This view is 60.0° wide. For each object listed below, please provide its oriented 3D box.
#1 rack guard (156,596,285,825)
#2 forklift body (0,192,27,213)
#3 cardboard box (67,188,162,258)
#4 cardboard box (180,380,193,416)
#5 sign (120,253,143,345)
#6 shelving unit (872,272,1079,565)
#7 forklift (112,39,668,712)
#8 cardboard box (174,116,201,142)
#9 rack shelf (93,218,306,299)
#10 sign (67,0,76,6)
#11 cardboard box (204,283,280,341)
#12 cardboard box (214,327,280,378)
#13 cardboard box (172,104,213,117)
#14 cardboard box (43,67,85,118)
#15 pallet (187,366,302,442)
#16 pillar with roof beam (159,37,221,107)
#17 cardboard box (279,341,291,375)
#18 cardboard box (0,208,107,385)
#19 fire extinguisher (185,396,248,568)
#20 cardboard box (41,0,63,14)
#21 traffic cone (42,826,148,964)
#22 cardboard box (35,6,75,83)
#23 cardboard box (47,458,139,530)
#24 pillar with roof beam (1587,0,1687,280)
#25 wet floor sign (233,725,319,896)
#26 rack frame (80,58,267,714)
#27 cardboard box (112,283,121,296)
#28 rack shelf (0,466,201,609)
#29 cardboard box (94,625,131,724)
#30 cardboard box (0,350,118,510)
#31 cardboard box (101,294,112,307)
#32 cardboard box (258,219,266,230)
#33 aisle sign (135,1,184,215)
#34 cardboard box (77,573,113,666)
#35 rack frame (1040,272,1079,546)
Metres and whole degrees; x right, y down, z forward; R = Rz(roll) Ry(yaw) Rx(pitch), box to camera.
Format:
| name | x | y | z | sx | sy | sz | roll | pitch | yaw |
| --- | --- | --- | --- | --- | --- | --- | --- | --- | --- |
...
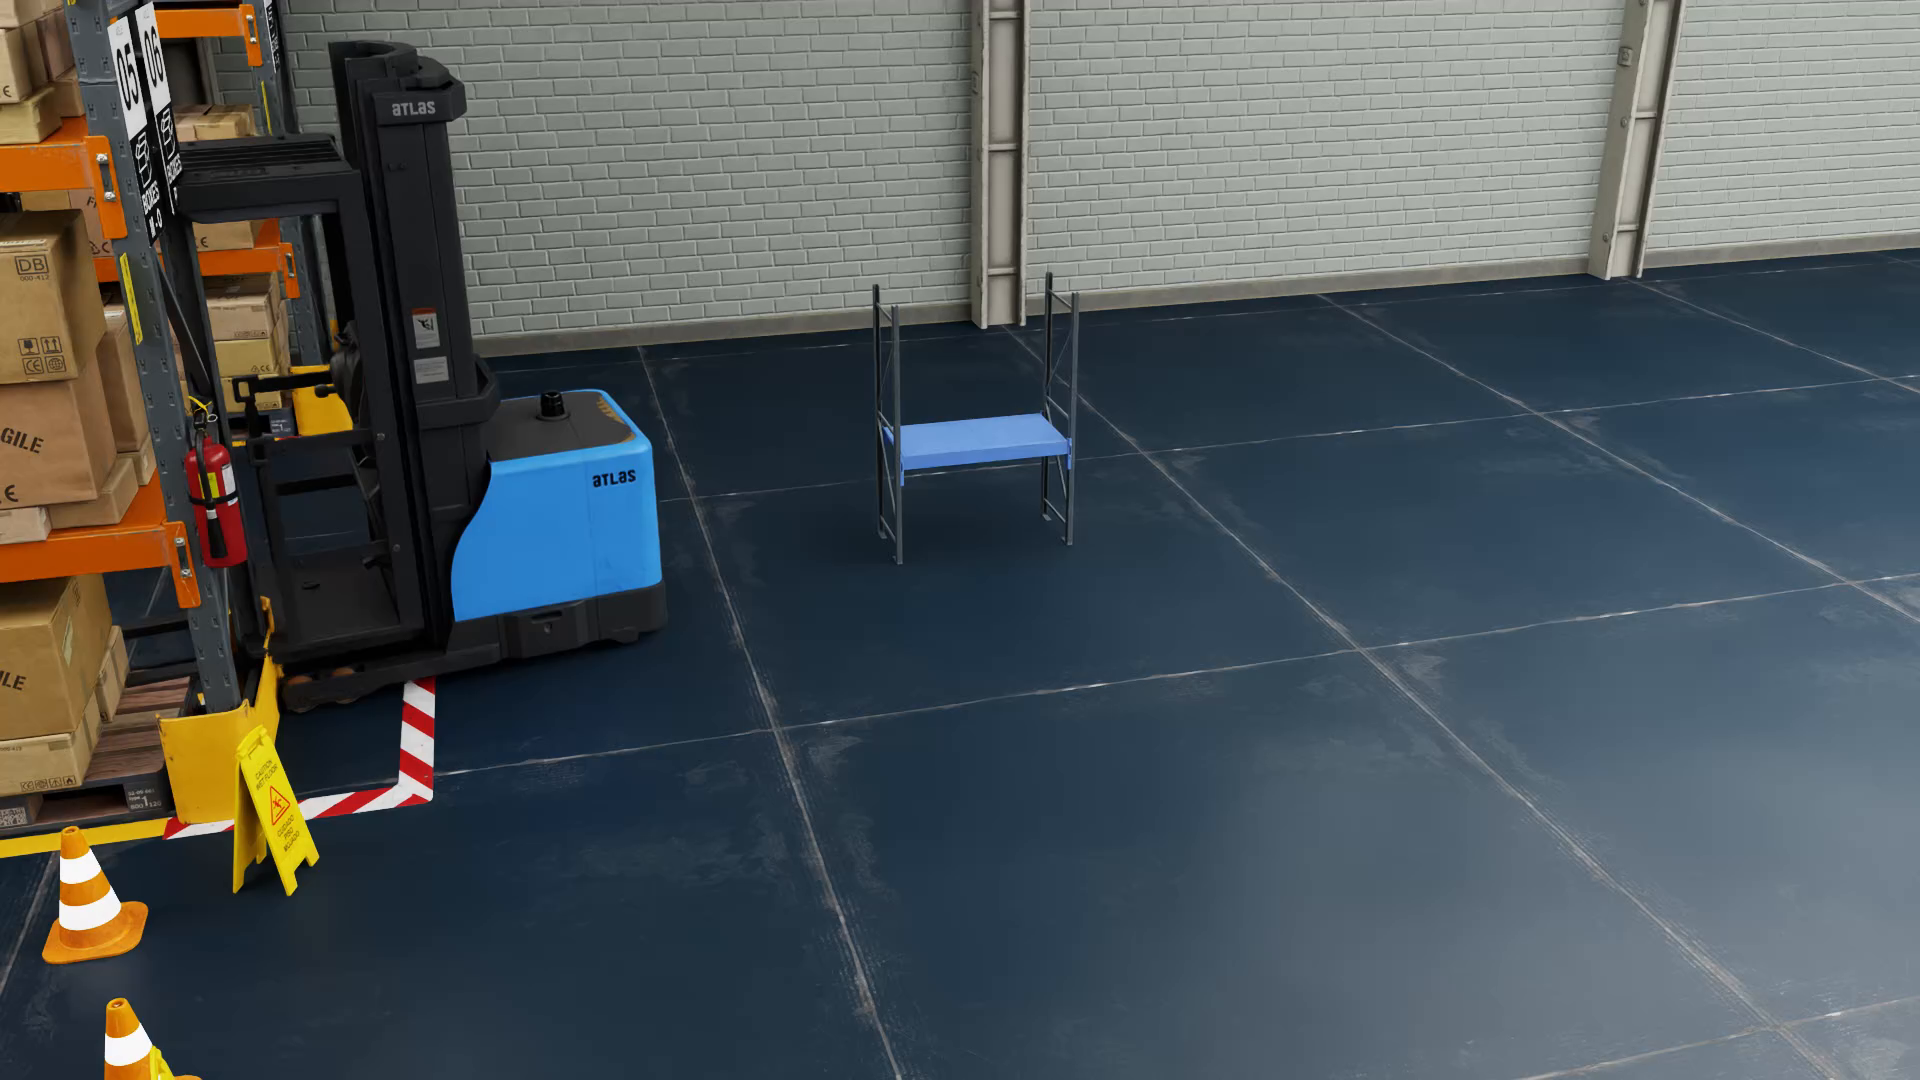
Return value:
| name | x | y | z | sx | sy | sz | roll | pitch | yaw |
| --- | --- | --- | --- | --- | --- | --- | --- | --- | --- |
| rack guard | -3.269 | 0.730 | 7.414 | 0.348 | 0.500 | 1.175 | -6 | 24 | -14 |
| forklift body | -5.874 | -1.026 | 9.413 | 1.214 | 2.155 | 2.313 | -6 | 24 | -14 |
| cardboard box | -5.446 | -2.153 | 10.836 | 0.500 | 0.500 | 0.500 | -6 | 24 | -13 |
| cardboard box | -5.389 | -1.021 | 11.279 | 0.500 | 0.250 | 0.500 | -6 | 24 | -14 |
| sign | -3.066 | -0.891 | 6.153 | 0.005 | 0.325 | 0.100 | -6 | 24 | -14 |
| shelving unit | 0.082 | -0.698 | 9.475 | 1.048 | 1.500 | 0.538 | -6 | 24 | -14 |
| forklift | -3.067 | -0.771 | 7.830 | 3.031 | 2.935 | 1.130 | -10 | 25 | -23 |
| cardboard box | -5.058 | -2.635 | 10.761 | 0.250 | 0.149 | 0.380 | -6 | 24 | -14 |
| rack shelf | -6.466 | -1.767 | 10.976 | 4.000 | 0.370 | 1.077 | -6 | 24 | -14 |
| sign | -3.066 | -1.999 | 5.678 | 0.005 | 0.325 | 0.100 | -6 | 24 | -14 |
| cardboard box | -4.900 | -1.532 | 11.203 | 0.500 | 0.250 | 0.500 | -5 | 24 | -13 |
| cardboard box | -4.925 | -1.299 | 11.294 | 0.500 | 0.250 | 0.500 | -7 | 24 | -15 |
| cardboard box | -5.195 | -2.832 | 11.220 | 0.250 | 0.149 | 0.380 | -5 | 24 | -13 |
| cardboard box | -3.603 | -1.777 | 6.603 | 0.250 | 0.149 | 0.380 | -6 | 24 | -14 |
| pallet | -5.266 | -0.932 | 11.654 | 1.213 | 0.211 | 1.003 | -6 | 24 | -14 |
| pillar with roof beam | -4.292 | -3.701 | 6.963 | 0.400 | 9.000 | 9.100 | -6 | 24 | -14 |
| cardboard box | -5.066 | -1.262 | 11.841 | 0.500 | 0.250 | 0.500 | -6 | 24 | -14 |
| cardboard box | -3.629 | -0.931 | 6.344 | 0.500 | 0.500 | 0.700 | -7 | 24 | -16 |
| fire extinguisher | -2.962 | -0.228 | 6.576 | 0.183 | 0.674 | 0.296 | -6 | 24 | -14 |
| cardboard box | -3.594 | -2.096 | 6.333 | 0.250 | 0.149 | 0.380 | -6 | 24 | -15 |
| traffic cone | -3.262 | 1.275 | 6.192 | 0.334 | 0.463 | 0.336 | -6 | 24 | -14 |
| cardboard box | -3.752 | -1.920 | 6.430 | 0.500 | 0.250 | 0.500 | -7 | 24 | -15 |
| cardboard box | -3.499 | -0.190 | 6.707 | 0.250 | 0.149 | 0.380 | -5 | 24 | -13 |
| pillar with roof beam | 7.262 | -4.979 | 9.942 | 0.400 | 9.000 | 9.100 | -6 | 24 | -14 |
| wet floor sign | -2.724 | 1.041 | 6.505 | 0.232 | 0.644 | 0.267 | 2 | 23 | 4 |
| rack frame | -3.196 | -0.426 | 6.940 | 0.127 | 3.000 | 1.000 | -6 | 24 | -14 |
| cardboard box | -5.535 | -1.666 | 11.514 | 0.500 | 0.250 | 0.500 | -6 | 24 | -14 |
| rack shelf | -5.122 | 0.117 | 6.585 | 4.000 | 0.370 | 1.077 | -6 | 24 | -14 |
| cardboard box | -4.048 | 0.625 | 7.444 | 0.500 | 0.250 | 0.500 | -7 | 24 | -15 |
| cardboard box | -3.644 | -0.447 | 6.483 | 0.500 | 0.500 | 0.500 | -7 | 24 | -15 |
| cardboard box | -5.873 | -1.418 | 10.937 | 0.500 | 0.250 | 0.500 | -6 | 24 | -14 |
| cardboard box | -5.093 | -2.409 | 11.434 | 0.500 | 0.500 | 0.500 | -6 | 24 | -13 |
| aisle sign | -3.220 | -1.745 | 6.717 | 0.004 | 0.787 | 0.394 | -6 | 24 | -14 |
| cardboard box | -4.070 | 0.283 | 7.289 | 0.500 | 0.500 | 0.500 | -7 | 24 | -16 |
| rack frame | 0.572 | -0.752 | 9.602 | 0.032 | 1.500 | 0.500 | -6 | 24 | -14 |
